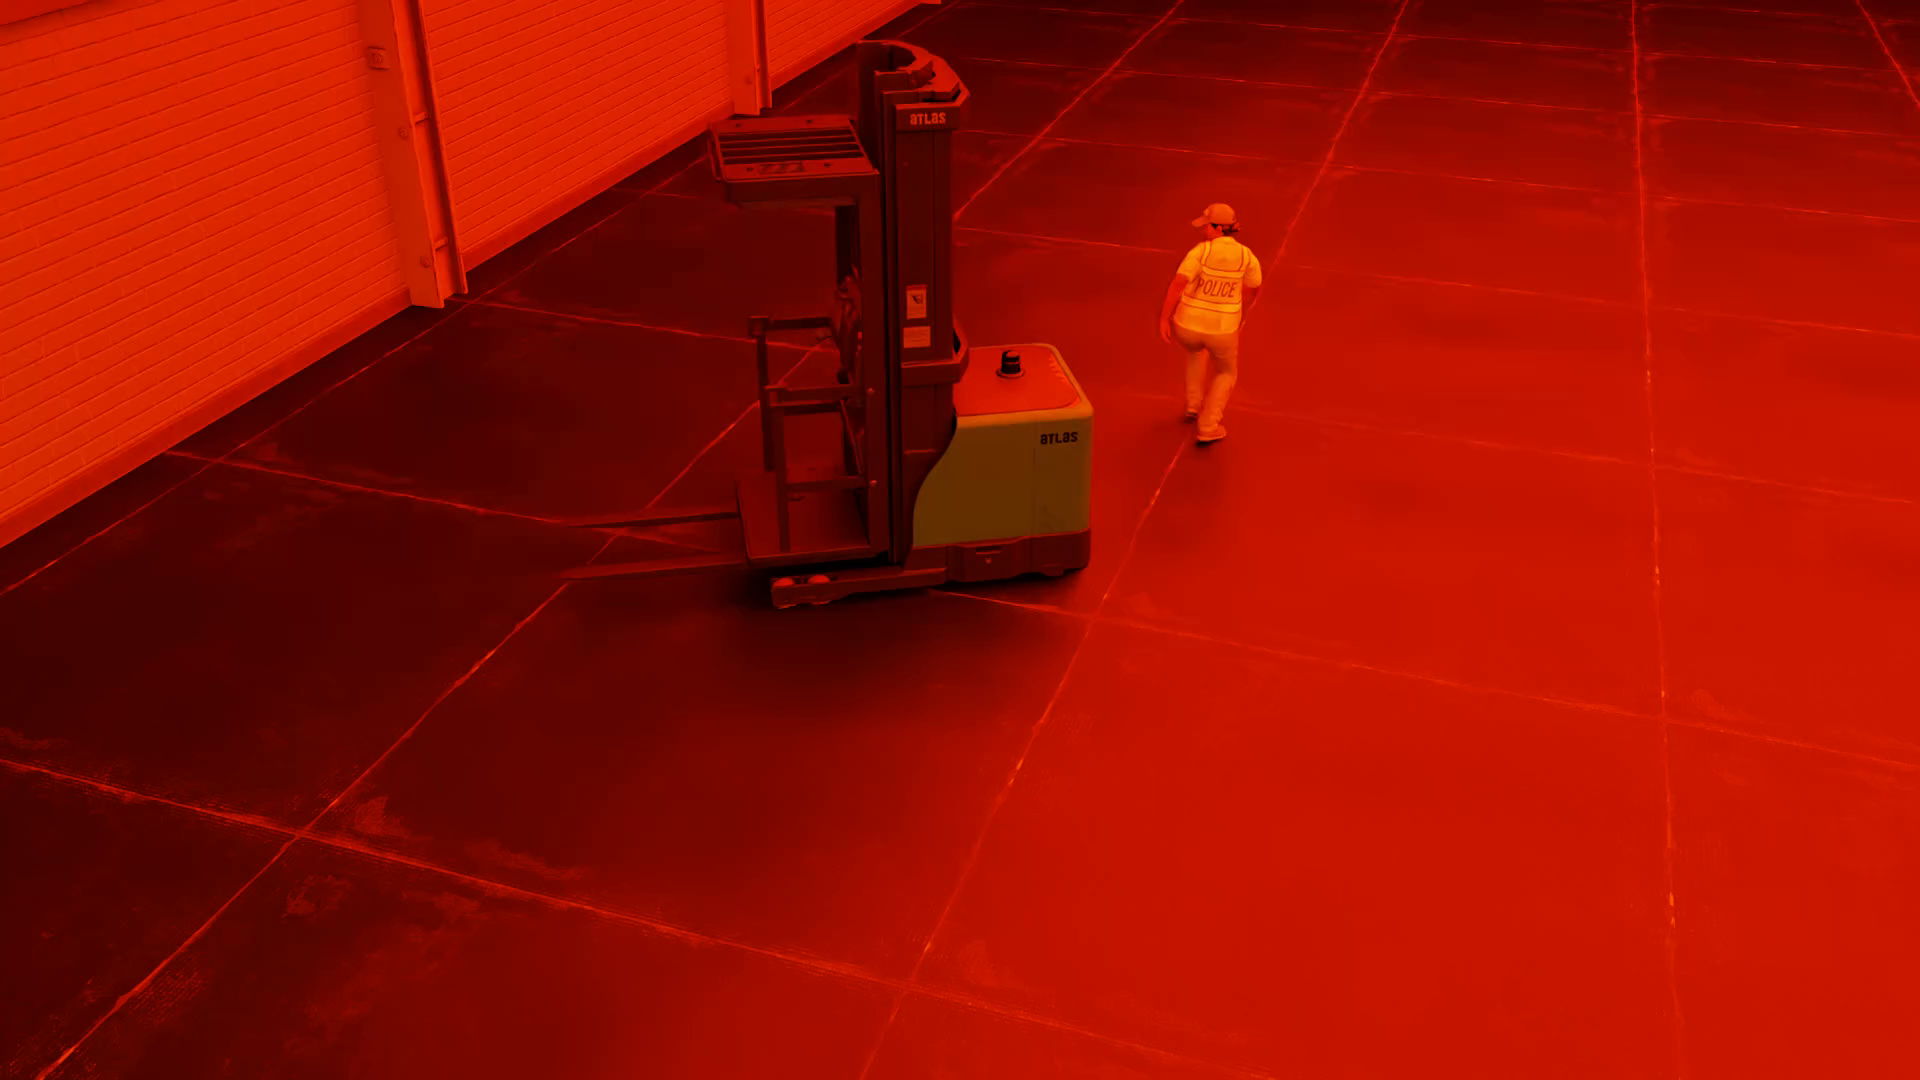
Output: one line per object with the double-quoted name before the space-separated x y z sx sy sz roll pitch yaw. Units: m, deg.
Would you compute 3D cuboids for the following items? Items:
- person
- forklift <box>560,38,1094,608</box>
"person" 1.664 -1.406 11.012 0.569 1.665 0.736 9 31 16
"forklift" -0.806 -1.170 9.189 3.031 2.935 1.130 -5 30 -9
